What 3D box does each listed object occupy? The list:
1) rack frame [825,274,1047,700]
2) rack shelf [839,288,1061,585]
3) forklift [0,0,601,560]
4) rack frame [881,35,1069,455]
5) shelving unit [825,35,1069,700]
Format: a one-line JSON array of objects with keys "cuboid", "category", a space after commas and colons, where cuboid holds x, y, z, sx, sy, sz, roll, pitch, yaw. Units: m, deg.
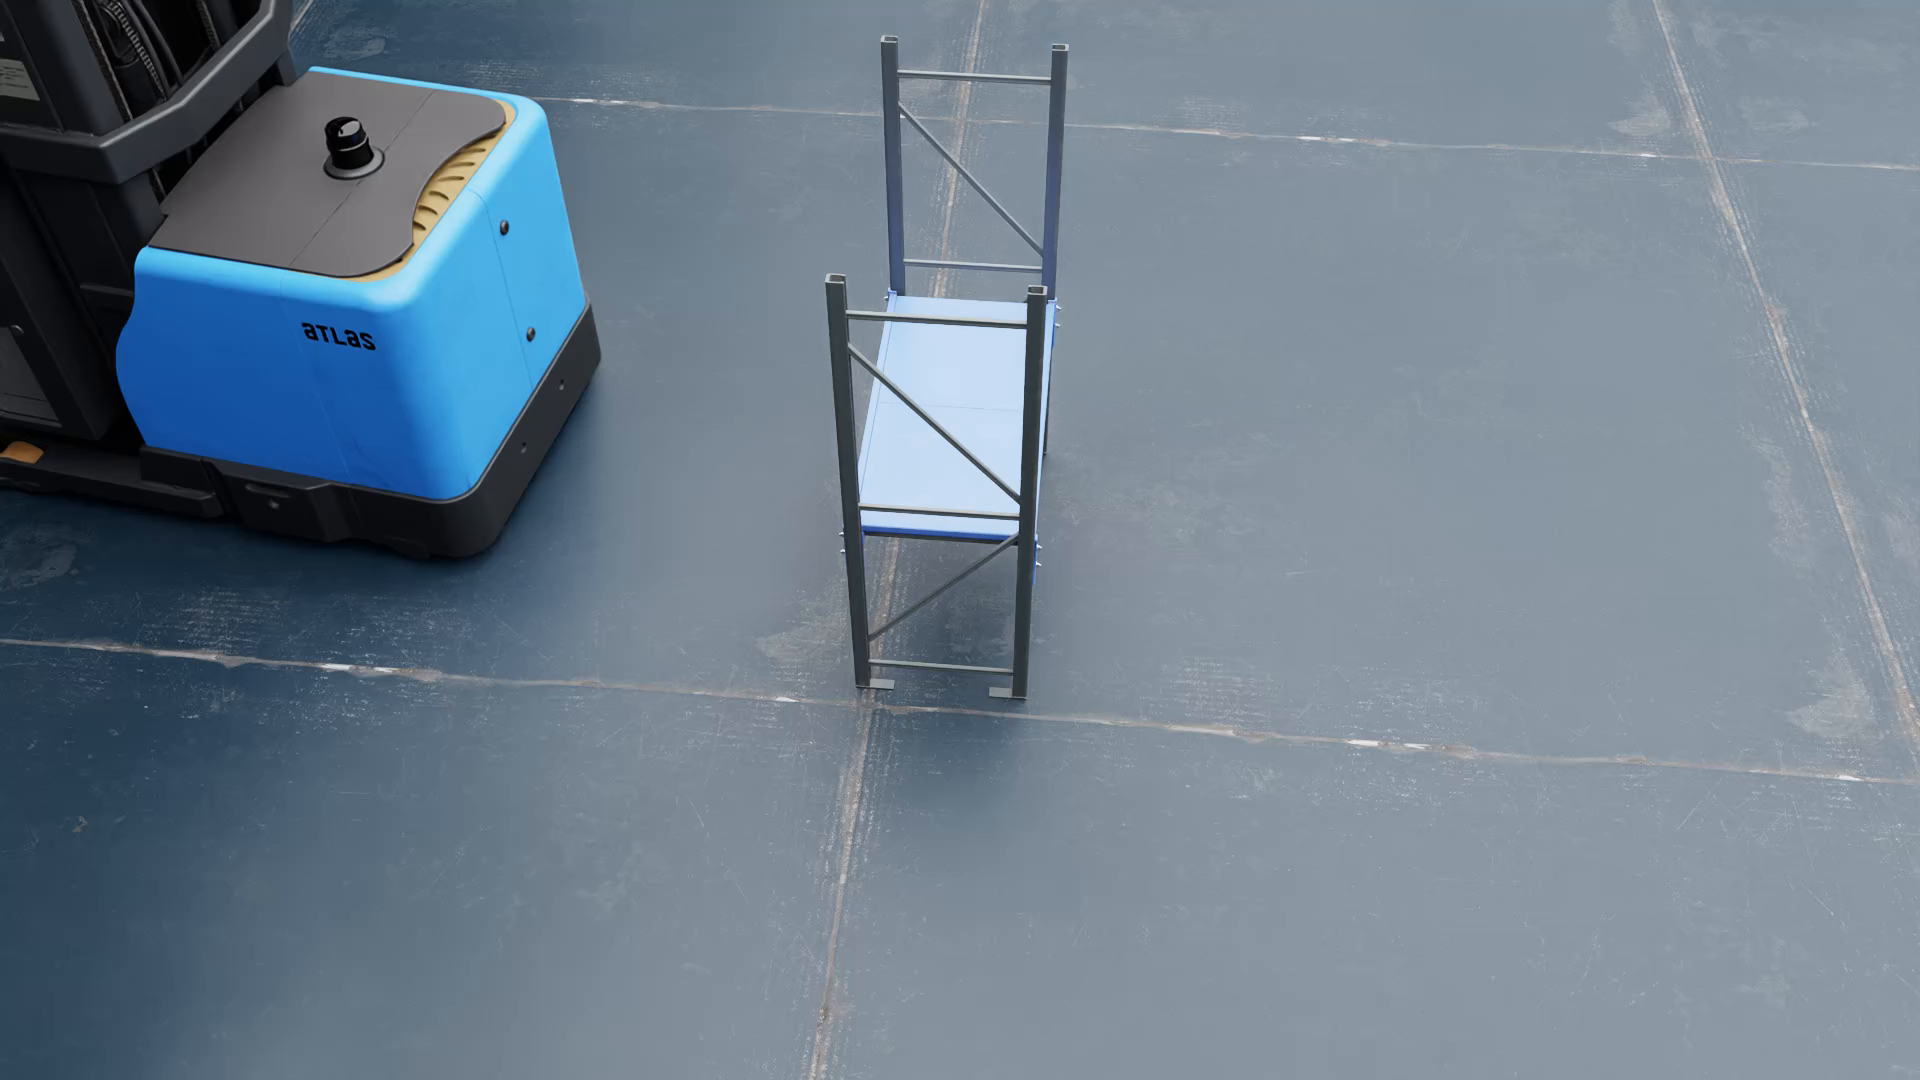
[{"cuboid": [-0.054, -0.070, 4.298, 0.500, 1.500, 0.032, 4, 48, 4], "category": "rack frame"}, {"cuboid": [-0.008, -0.322, 4.772, 0.538, 0.185, 1.000, 4, 48, 4], "category": "rack shelf"}, {"cuboid": [-2.809, -1.514, 4.648, 3.031, 2.935, 1.130, 10, 48, 9], "category": "forklift"}, {"cuboid": [0.039, -0.817, 4.981, 0.500, 1.500, 0.032, 4, 48, 4], "category": "rack frame"}, {"cuboid": [-0.008, -0.443, 4.639, 0.538, 1.500, 1.048, 4, 48, 4], "category": "shelving unit"}]
